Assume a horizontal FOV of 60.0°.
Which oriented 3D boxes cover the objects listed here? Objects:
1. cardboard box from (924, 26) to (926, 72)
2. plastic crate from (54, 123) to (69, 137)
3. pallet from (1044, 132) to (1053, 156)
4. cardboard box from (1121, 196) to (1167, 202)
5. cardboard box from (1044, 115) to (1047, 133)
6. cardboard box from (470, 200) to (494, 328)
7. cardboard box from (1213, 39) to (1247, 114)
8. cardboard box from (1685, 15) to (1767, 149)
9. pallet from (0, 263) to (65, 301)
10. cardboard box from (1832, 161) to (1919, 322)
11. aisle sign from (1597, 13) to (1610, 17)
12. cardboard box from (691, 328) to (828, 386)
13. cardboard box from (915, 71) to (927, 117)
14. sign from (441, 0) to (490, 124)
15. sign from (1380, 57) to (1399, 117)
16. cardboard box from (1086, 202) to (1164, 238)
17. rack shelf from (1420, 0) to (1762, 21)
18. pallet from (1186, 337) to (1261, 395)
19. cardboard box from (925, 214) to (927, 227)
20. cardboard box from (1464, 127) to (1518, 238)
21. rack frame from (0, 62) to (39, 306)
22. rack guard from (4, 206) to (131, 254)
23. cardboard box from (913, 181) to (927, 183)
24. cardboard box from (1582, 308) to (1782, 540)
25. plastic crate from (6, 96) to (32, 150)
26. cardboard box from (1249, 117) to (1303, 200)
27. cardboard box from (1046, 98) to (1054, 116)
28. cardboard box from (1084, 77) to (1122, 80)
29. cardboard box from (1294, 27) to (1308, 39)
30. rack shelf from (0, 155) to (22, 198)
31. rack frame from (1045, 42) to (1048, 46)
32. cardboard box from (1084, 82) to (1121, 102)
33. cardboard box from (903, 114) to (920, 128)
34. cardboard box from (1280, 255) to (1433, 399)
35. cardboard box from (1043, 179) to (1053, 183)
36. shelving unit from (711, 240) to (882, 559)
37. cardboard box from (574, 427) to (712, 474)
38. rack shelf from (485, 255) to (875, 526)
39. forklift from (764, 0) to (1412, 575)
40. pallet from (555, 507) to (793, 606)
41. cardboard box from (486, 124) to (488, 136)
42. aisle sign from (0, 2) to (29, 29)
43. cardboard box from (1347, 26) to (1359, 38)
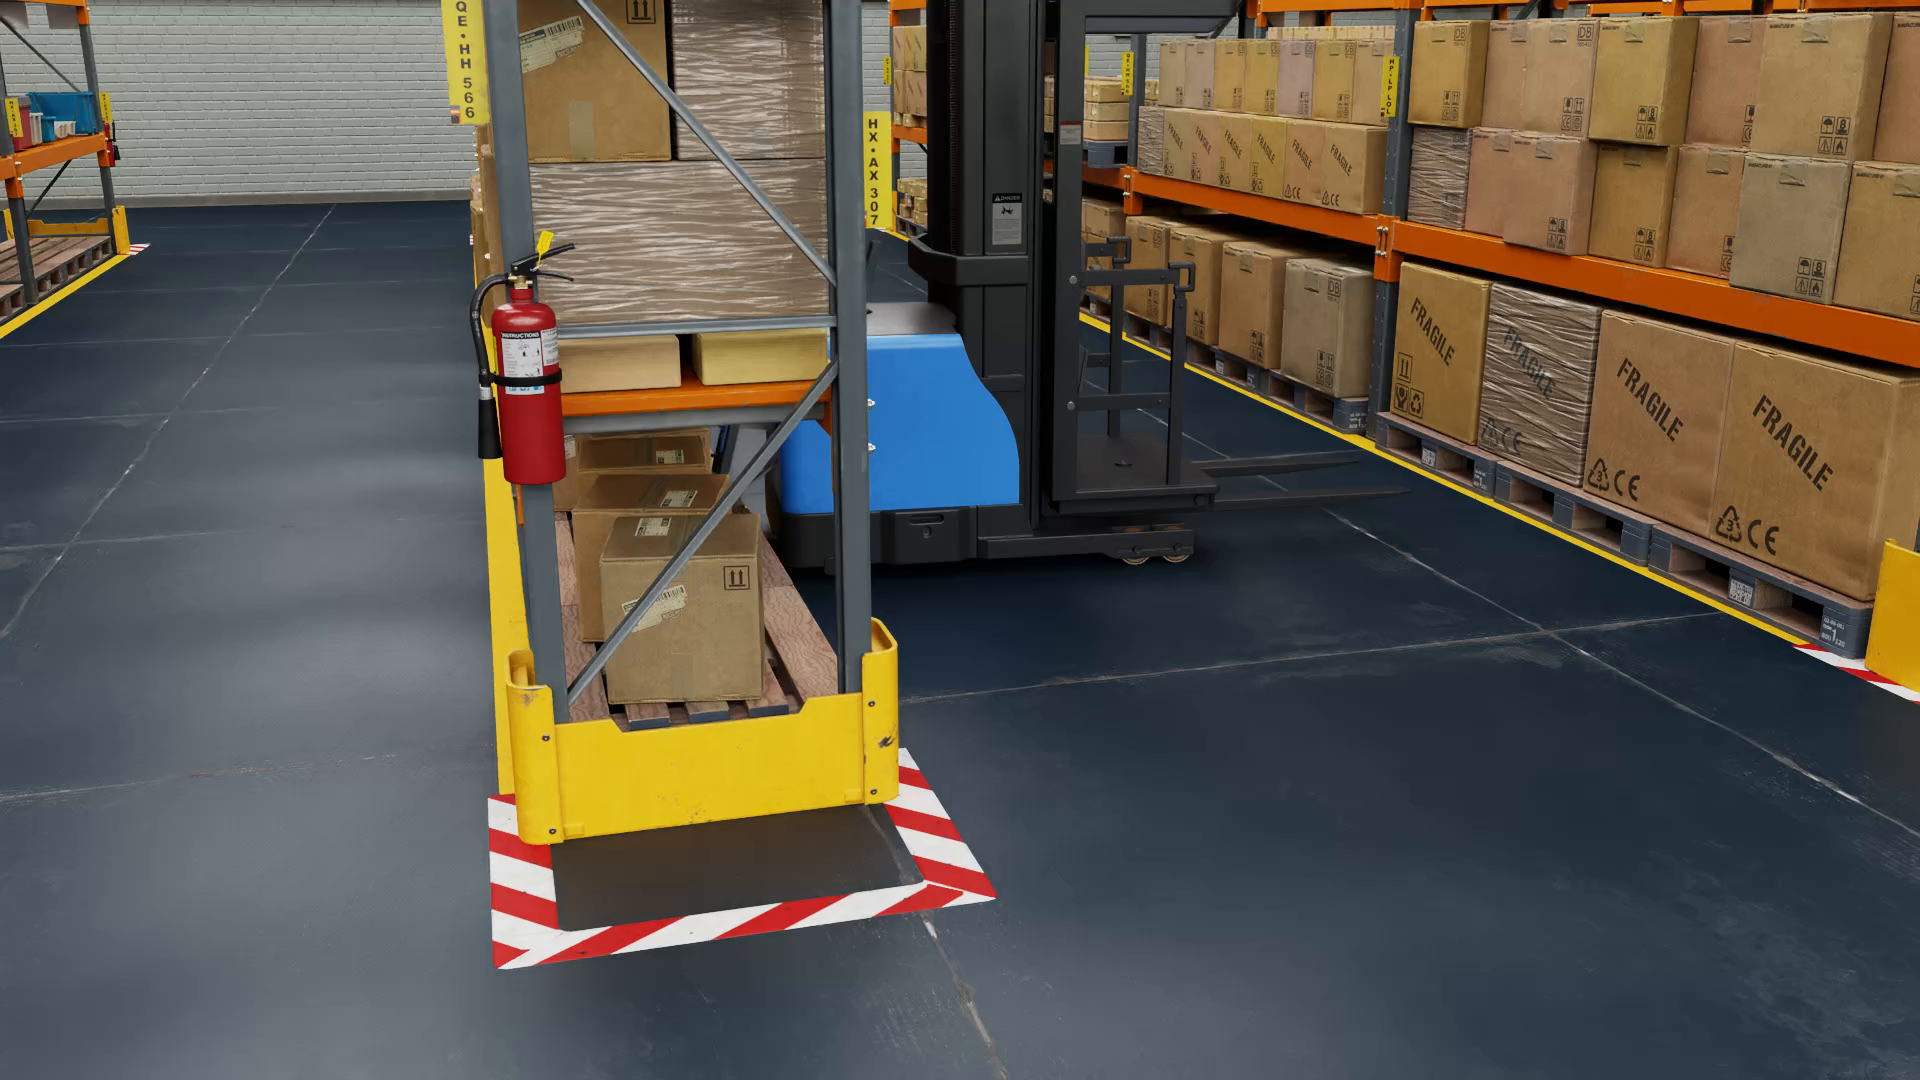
[{"bbox_3d":[-0.089,-5.488,18.579,0.500,0.500,0.500,-5,18,-17],"label":"cardboard box"},{"bbox_3d":[-9.462,-4.244,17.219,0.396,0.136,0.243,-5,17,-15],"label":"plastic crate"},{"bbox_3d":[1.248,-3.629,15.153,1.003,0.211,1.213,-5,17,-15],"label":"pallet"},{"bbox_3d":[1.735,-2.890,14.670,0.500,0.250,0.500,-5,17,-16],"label":"cardboard box"},{"bbox_3d":[0.907,-3.713,14.805,0.380,0.149,0.250,-4,17,-14],"label":"cardboard box"},{"bbox_3d":[-3.135,-2.188,12.987,1.225,0.875,0.875,-6,18,-18],"label":"cardboard box"},{"bbox_3d":[2.229,-3.297,11.802,0.700,0.500,0.500,-5,17,-16],"label":"cardboard box"},{"bbox_3d":[3.702,-1.969,7.155,0.875,0.550,0.550,-5,17,-15],"label":"cardboard box"},{"bbox_3d":[-9.066,-2.392,15.549,1.003,0.211,1.213,-5,17,-15],"label":"pallet"},{"bbox_3d":[3.885,-1.135,6.255,0.875,0.550,0.550,-5,17,-15],"label":"cardboard box"},{"bbox_3d":[8.835,-7.443,22.997,0.394,0.787,0.004,-5,17,-15],"label":"aisle sign"},{"bbox_3d":[-0.616,-0.577,5.095,0.380,0.149,0.250,-5,17,-15],"label":"cardboard box"},{"bbox_3d":[-0.215,-5.151,19.196,0.500,0.500,0.500,-4,17,-15],"label":"cardboard box"},{"bbox_3d":[-1.306,-1.267,4.394,0.100,0.325,0.005,-5,17,-15],"label":"sign"},{"bbox_3d":[2.412,-2.541,9.323,0.100,0.325,0.005,-5,17,-15],"label":"sign"},{"bbox_3d":[1.392,-2.708,14.065,0.500,0.250,0.500,-5,17,-17],"label":"cardboard box"},{"bbox_3d":[6.014,-5.241,16.223,1.077,0.370,4.000,-5,17,-15],"label":"rack shelf"},{"bbox_3d":[2.307,-1.280,11.847,1.003,0.211,1.213,-5,17,-15],"label":"pallet"},{"bbox_3d":[-0.194,-3.703,19.290,0.380,0.149,0.250,-6,18,-18],"label":"cardboard box"},{"bbox_3d":[3.217,-1.891,8.771,0.875,0.550,0.550,-5,17,-15],"label":"cardboard box"},{"bbox_3d":[-8.827,-3.527,14.481,1.000,3.000,0.127,-5,17,-15],"label":"rack frame"},{"bbox_3d":[-9.945,-3.442,18.542,1.175,0.500,0.348,-5,17,-15],"label":"rack guard"},{"bbox_3d":[-0.358,-4.272,20.150,0.380,0.149,0.250,-4,17,-14],"label":"cardboard box"},{"bbox_3d":[3.536,-0.573,7.608,0.875,0.875,0.875,-5,17,-16],"label":"cardboard box"},{"bbox_3d":[-8.831,-3.853,15.351,0.402,0.464,0.583,-5,17,-15],"label":"plastic crate"},{"bbox_3d":[2.253,-2.521,10.956,0.500,0.500,0.500,-5,17,-15],"label":"cardboard box"},{"bbox_3d":[0.974,-3.785,14.528,0.380,0.149,0.250,-5,17,-16],"label":"cardboard box"},{"bbox_3d":[1.311,-4.266,15.614,0.380,0.149,0.250,-5,18,-17],"label":"cardboard box"},{"bbox_3d":[4.387,-6.307,20.695,0.380,0.149,0.250,-5,18,-17],"label":"cardboard box"},{"bbox_3d":[-8.277,-2.629,12.742,1.077,0.370,4.000,-5,17,-15],"label":"rack shelf"},{"bbox_3d":[0.732,-4.283,16.997,1.000,3.000,0.127,-5,17,-15],"label":"rack frame"},{"bbox_3d":[1.189,-3.711,13.766,0.380,0.149,0.250,-5,17,-16],"label":"cardboard box"},{"bbox_3d":[-0.461,-5.008,19.846,0.380,0.149,0.250,-5,17,-17],"label":"cardboard box"},{"bbox_3d":[2.674,-1.358,10.441,1.050,0.750,0.750,-5,17,-16],"label":"cardboard box"},{"bbox_3d":[0.681,-3.421,16.438,0.500,0.250,0.500,-5,18,-18],"label":"cardboard box"},{"bbox_3d":[-0.989,-0.816,7.638,0.538,1.500,1.048,3,22,-33],"label":"shelving unit"},{"bbox_3d":[-1.384,-0.273,7.261,0.500,0.500,0.500,-6,18,-20],"label":"cardboard box"},{"bbox_3d":[-1.316,-0.808,6.679,1.077,0.370,4.000,-5,17,-15],"label":"rack shelf"},{"bbox_3d":[0.614,-1.437,7.641,3.031,2.935,1.130,-3,17,-10],"label":"forklift"},{"bbox_3d":[-1.309,0.151,7.084,1.003,0.211,1.213,-5,17,-15],"label":"pallet"},{"bbox_3d":[-1.433,-1.678,5.894,0.500,0.500,0.500,-5,17,-15],"label":"cardboard box"},{"bbox_3d":[-10.231,-5.875,17.778,0.394,0.787,0.004,-5,17,-15],"label":"aisle sign"},{"bbox_3d":[4.783,-5.958,19.535,0.380,0.149,0.250,-5,17,-16],"label":"cardboard box"}]
